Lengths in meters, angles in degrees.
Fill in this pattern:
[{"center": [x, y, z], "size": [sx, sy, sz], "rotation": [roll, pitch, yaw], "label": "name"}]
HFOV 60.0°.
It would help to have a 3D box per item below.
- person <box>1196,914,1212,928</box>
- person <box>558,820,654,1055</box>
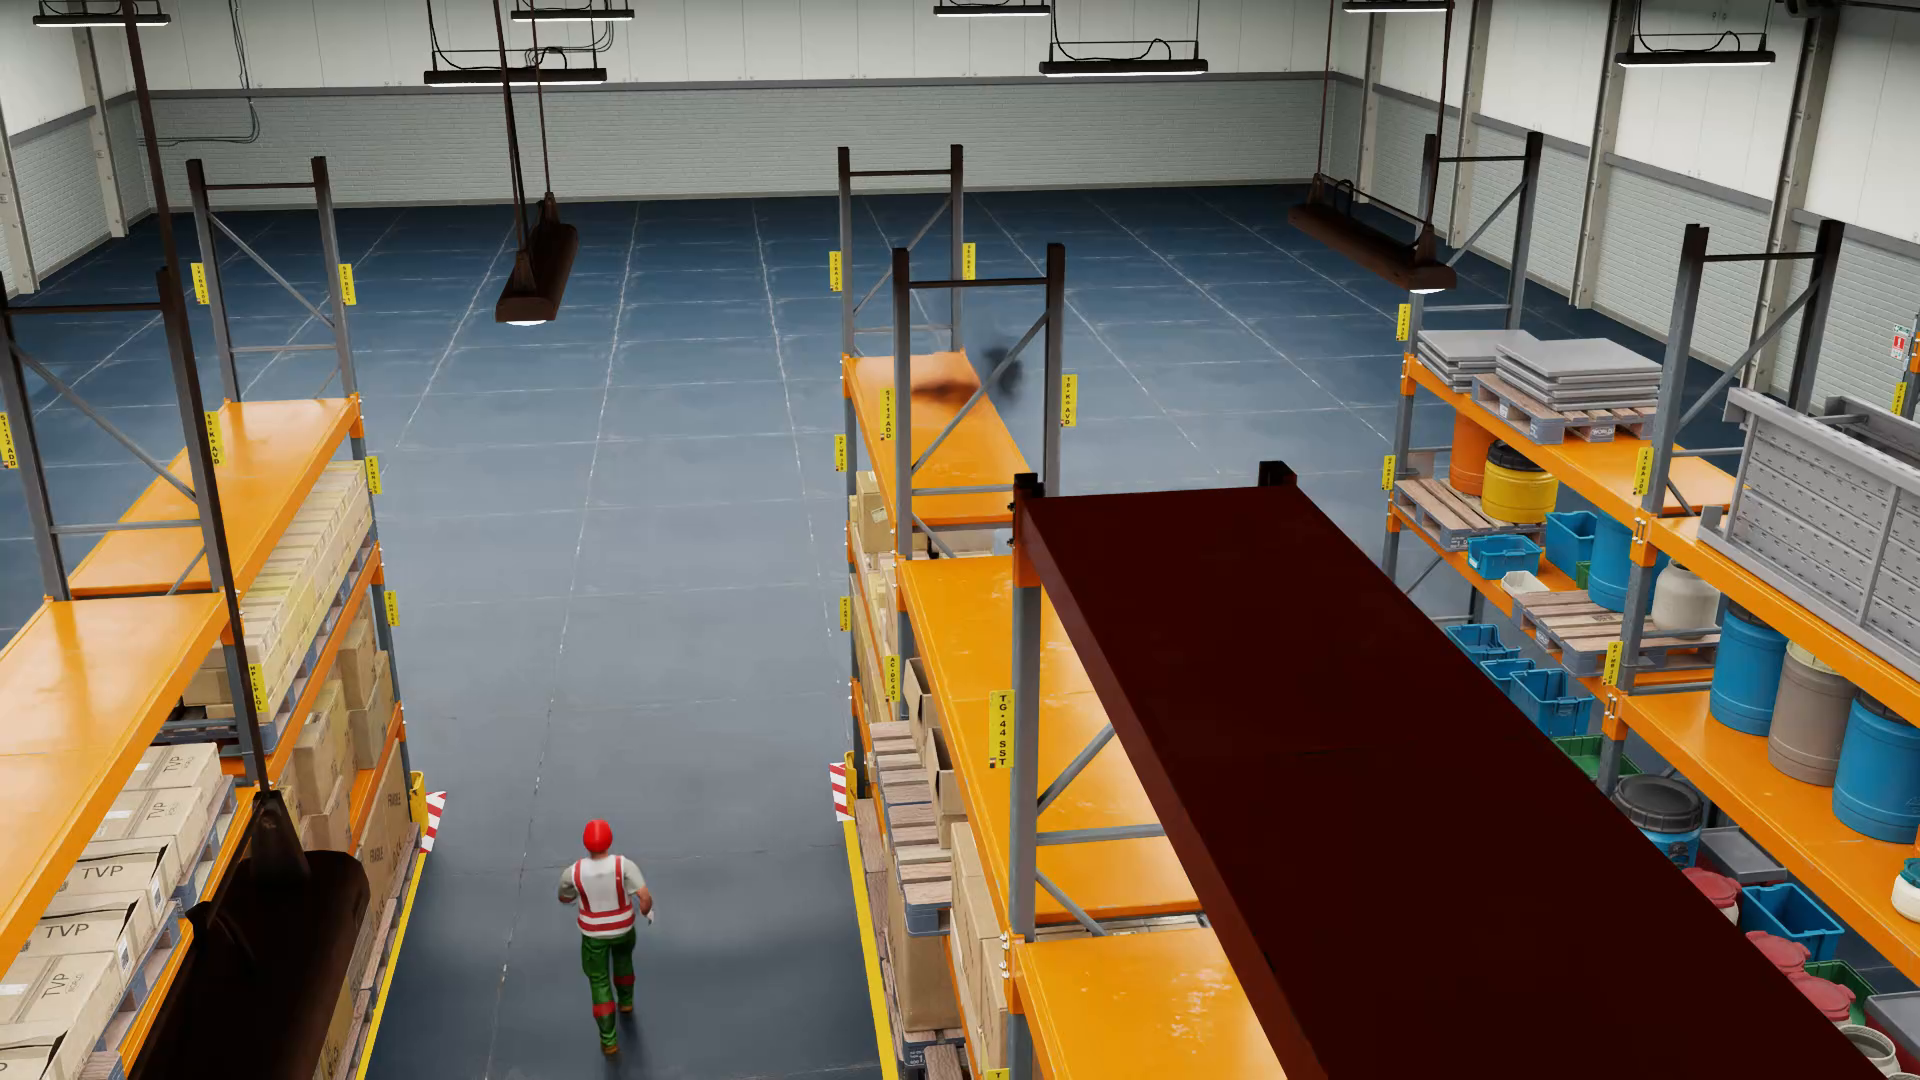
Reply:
[{"center": [1.802, 2.557, 12.827], "size": [0.612, 1.702, 0.920], "rotation": [-8, 23, -20], "label": "person"}, {"center": [-2.541, 2.831, 12.019], "size": [0.655, 1.829, 0.840], "rotation": [-6, 22, -16], "label": "person"}]
